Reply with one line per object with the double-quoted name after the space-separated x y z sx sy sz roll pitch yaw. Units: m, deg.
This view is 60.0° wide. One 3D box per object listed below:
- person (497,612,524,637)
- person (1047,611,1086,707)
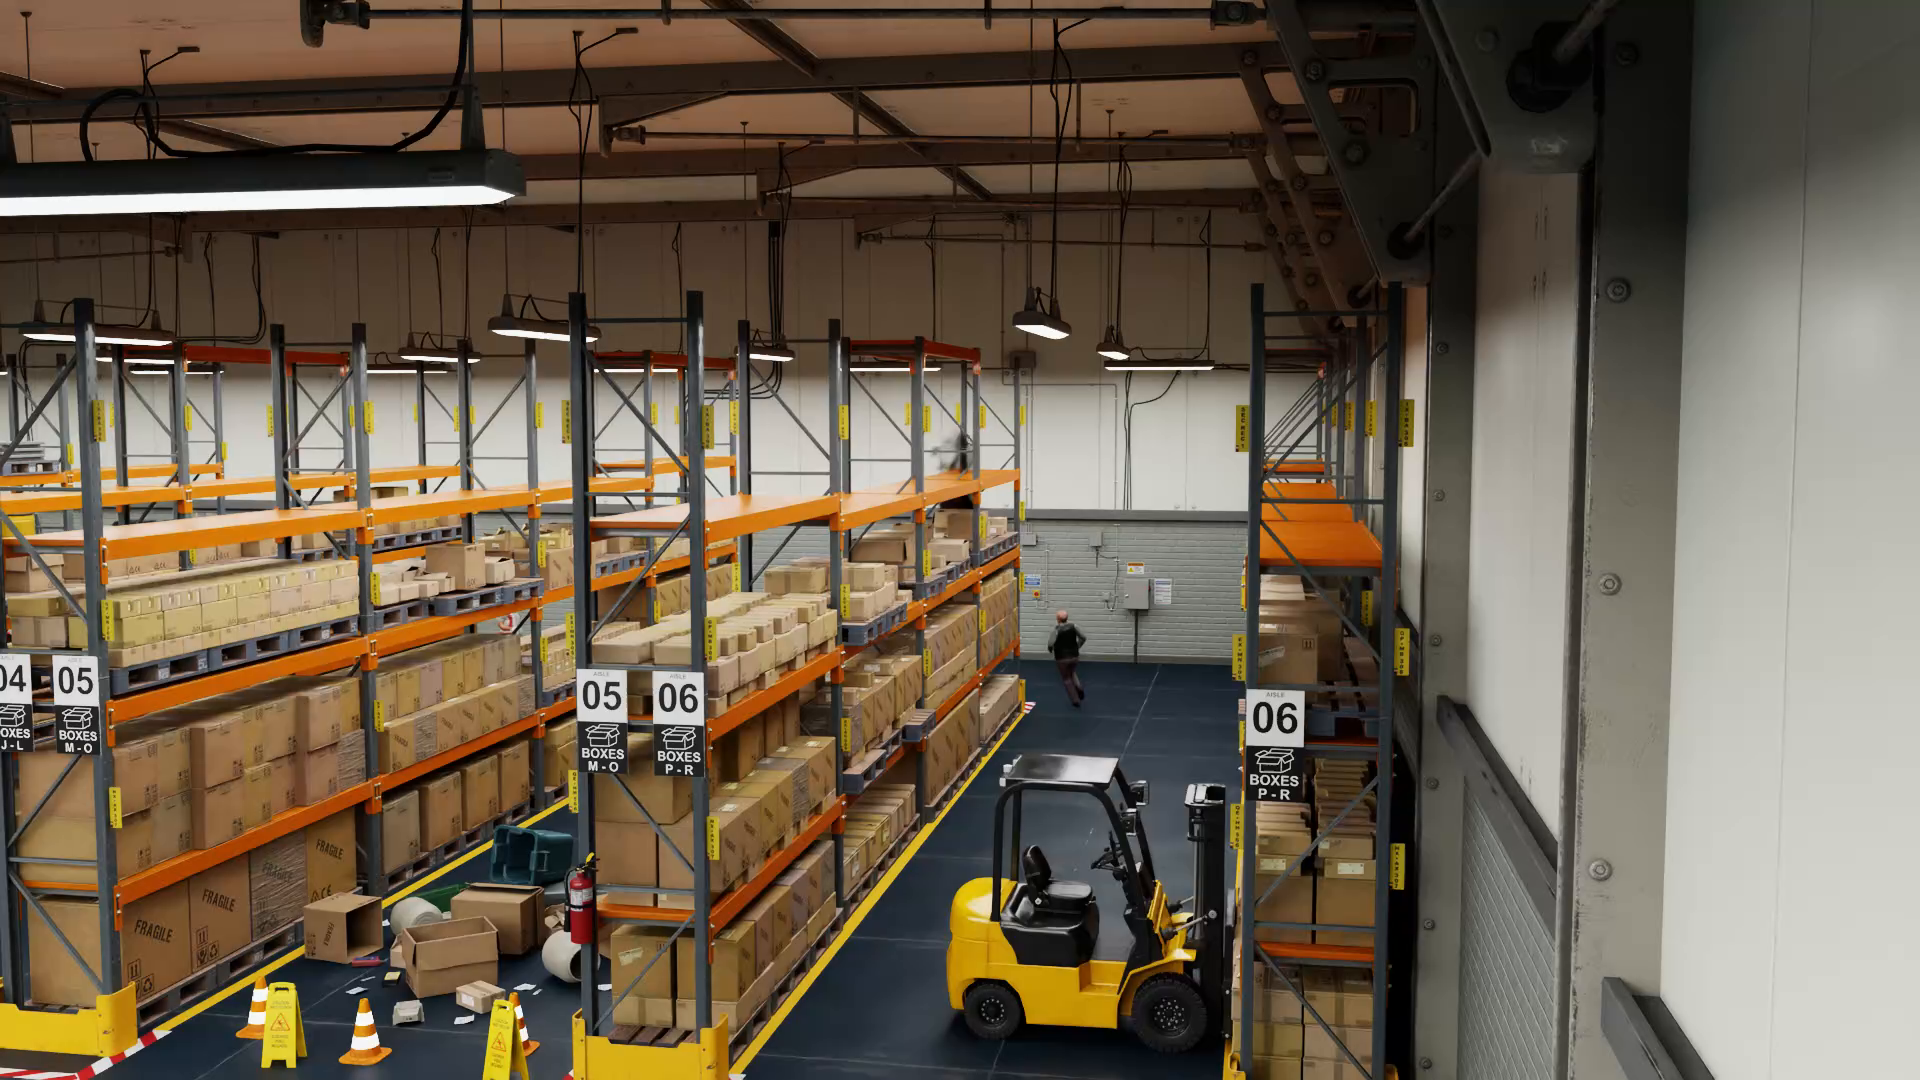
-8.367 1.806 30.963 0.657 1.774 0.649 2 5 24 "person"
1.786 2.032 28.696 0.700 1.665 0.501 -2 5 -22 "person"
